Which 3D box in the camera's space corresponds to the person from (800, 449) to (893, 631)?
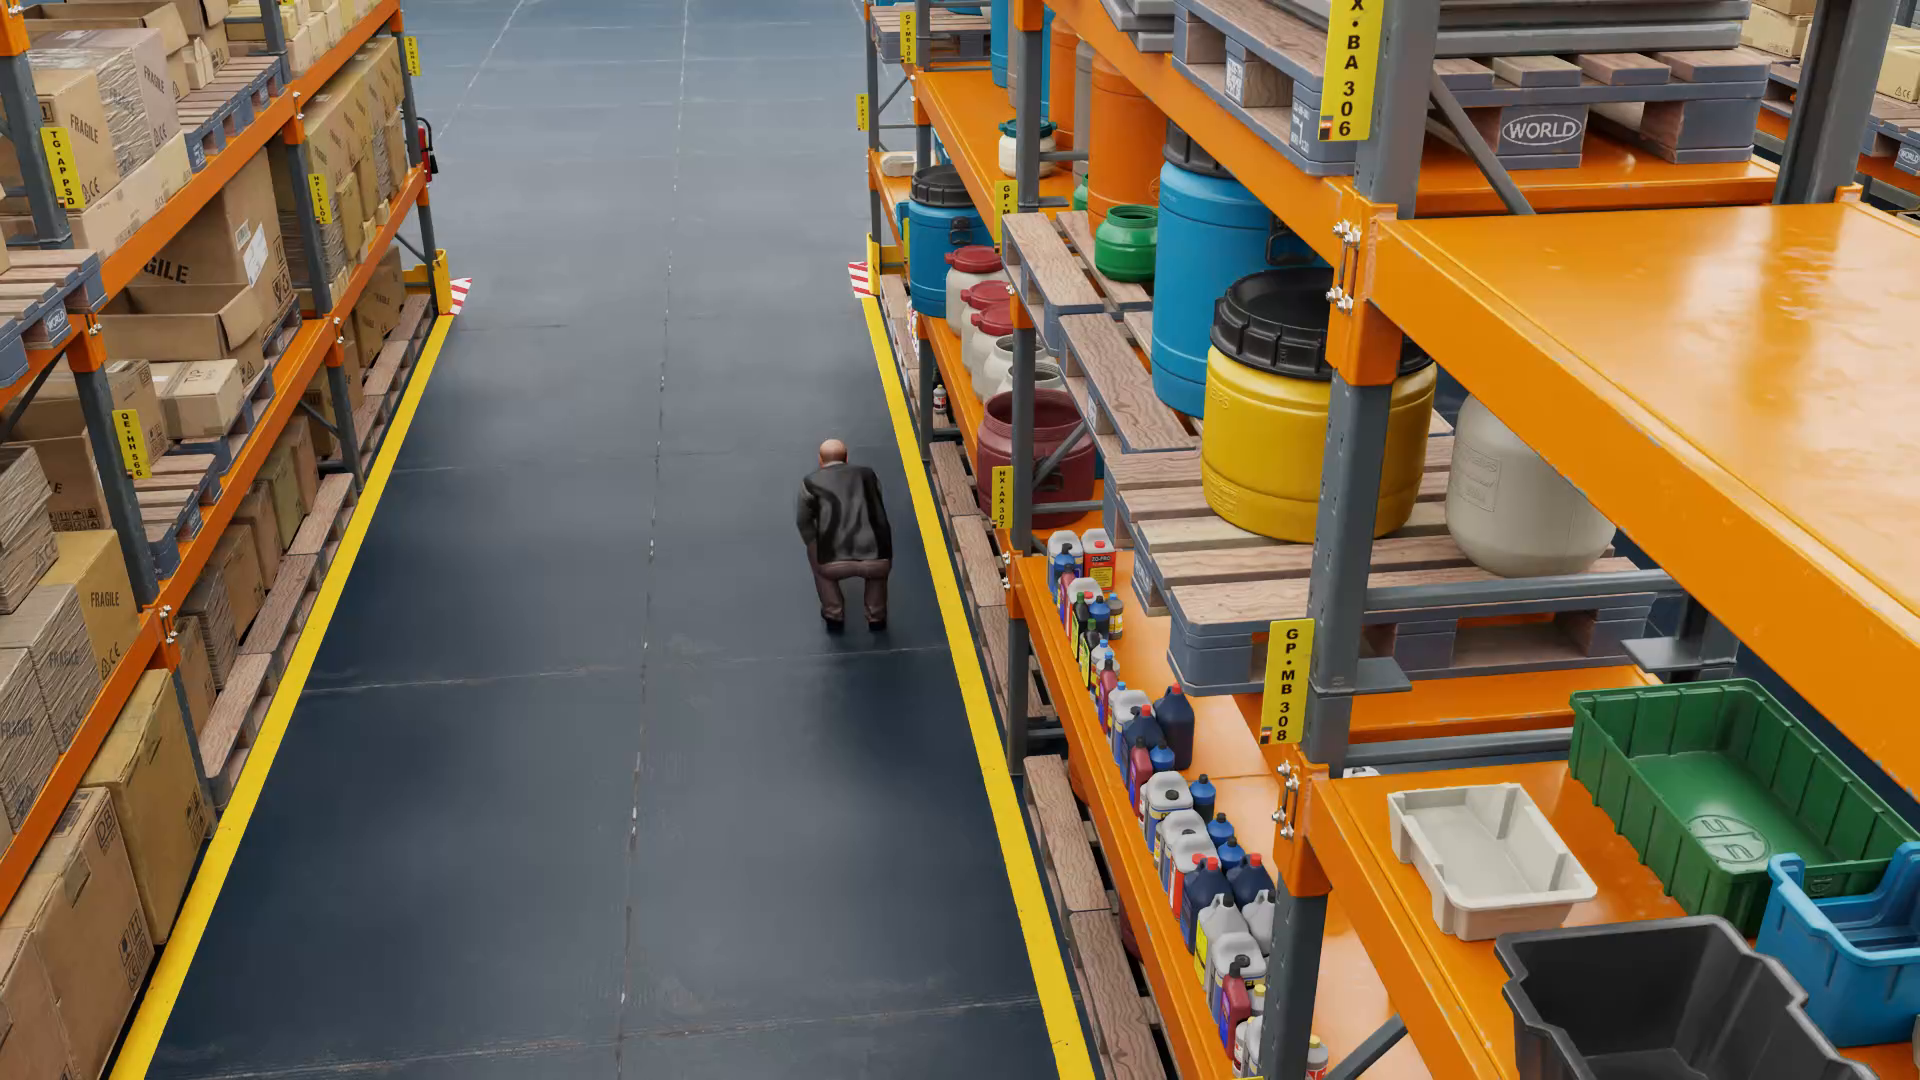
[{"bbox_3d":[-0.675,0.012,9.951,0.541,0.964,0.866,-4,27,-7],"label":"person"}]
